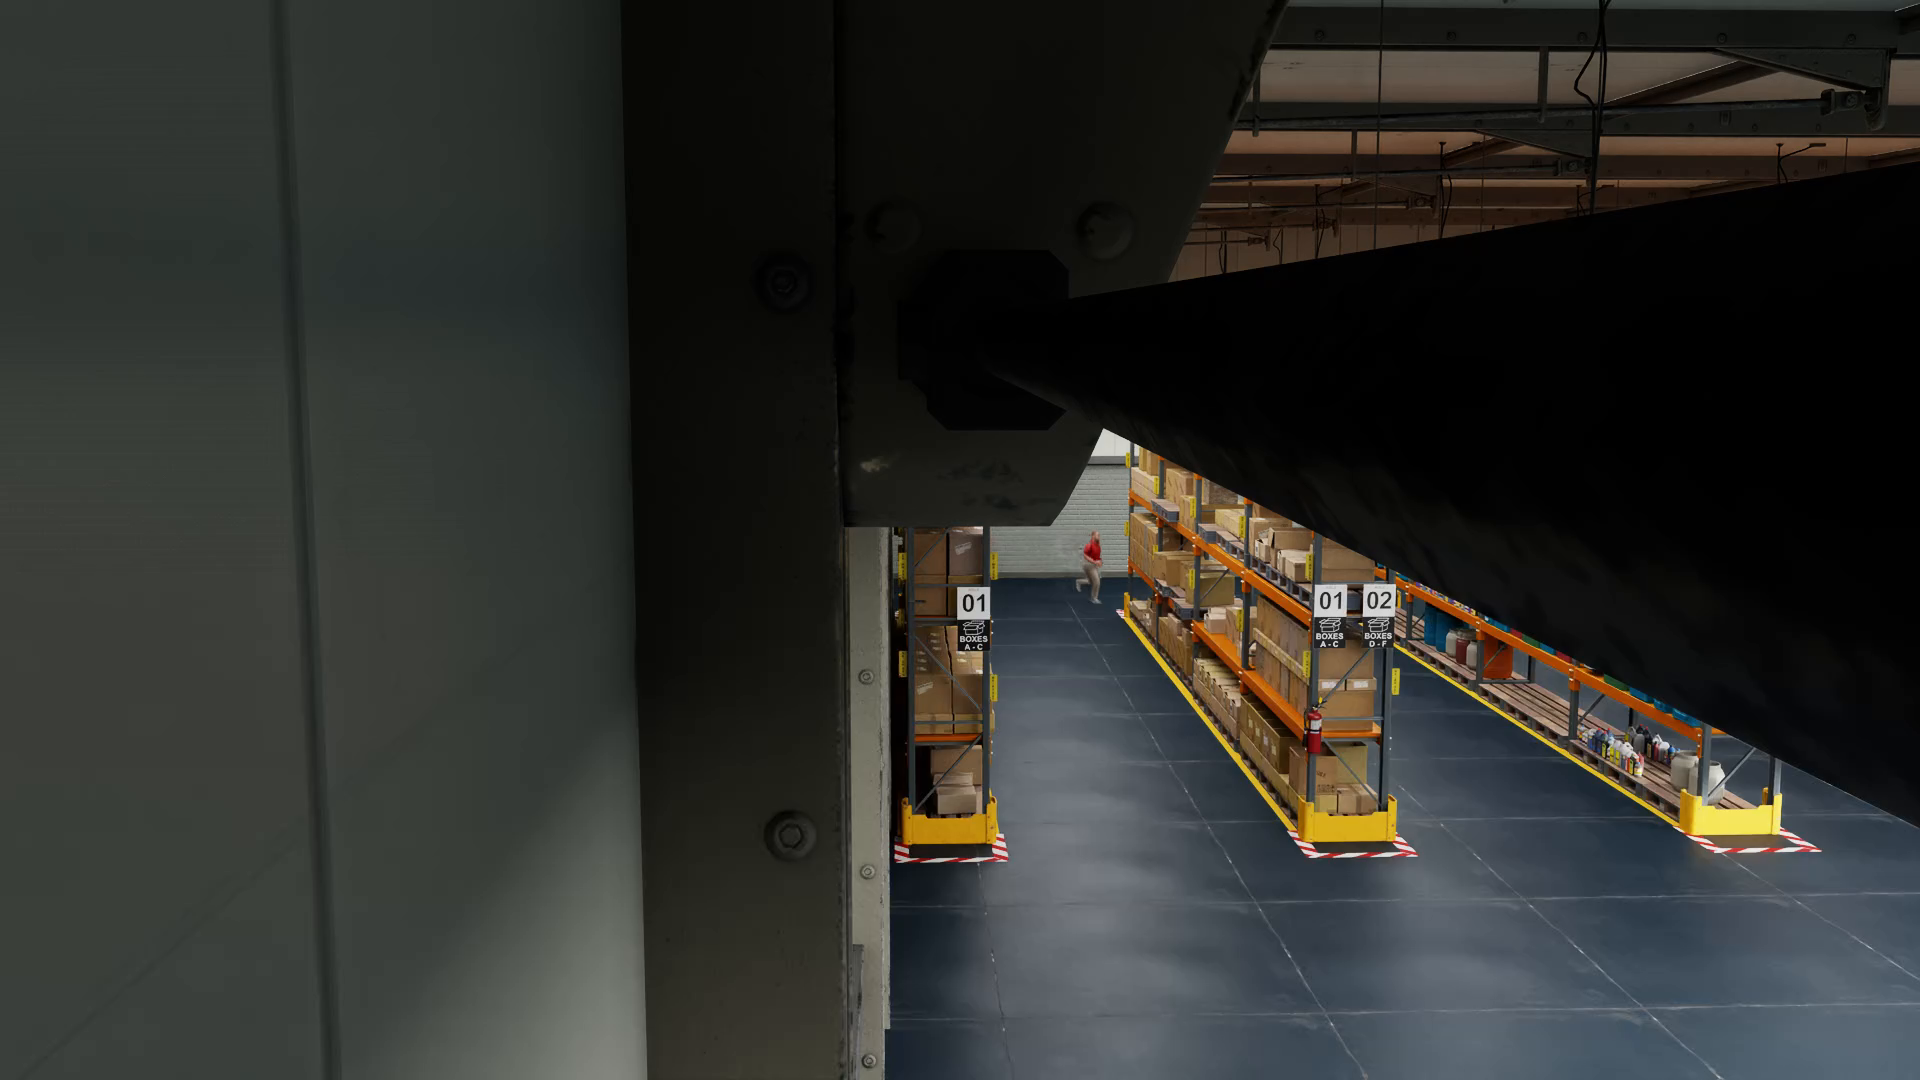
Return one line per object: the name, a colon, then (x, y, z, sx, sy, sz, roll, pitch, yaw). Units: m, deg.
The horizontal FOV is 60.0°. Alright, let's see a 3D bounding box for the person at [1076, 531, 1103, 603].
person: (2.996, 0.621, 38.309, 0.698, 1.692, 0.696, 4, 8, 27)
